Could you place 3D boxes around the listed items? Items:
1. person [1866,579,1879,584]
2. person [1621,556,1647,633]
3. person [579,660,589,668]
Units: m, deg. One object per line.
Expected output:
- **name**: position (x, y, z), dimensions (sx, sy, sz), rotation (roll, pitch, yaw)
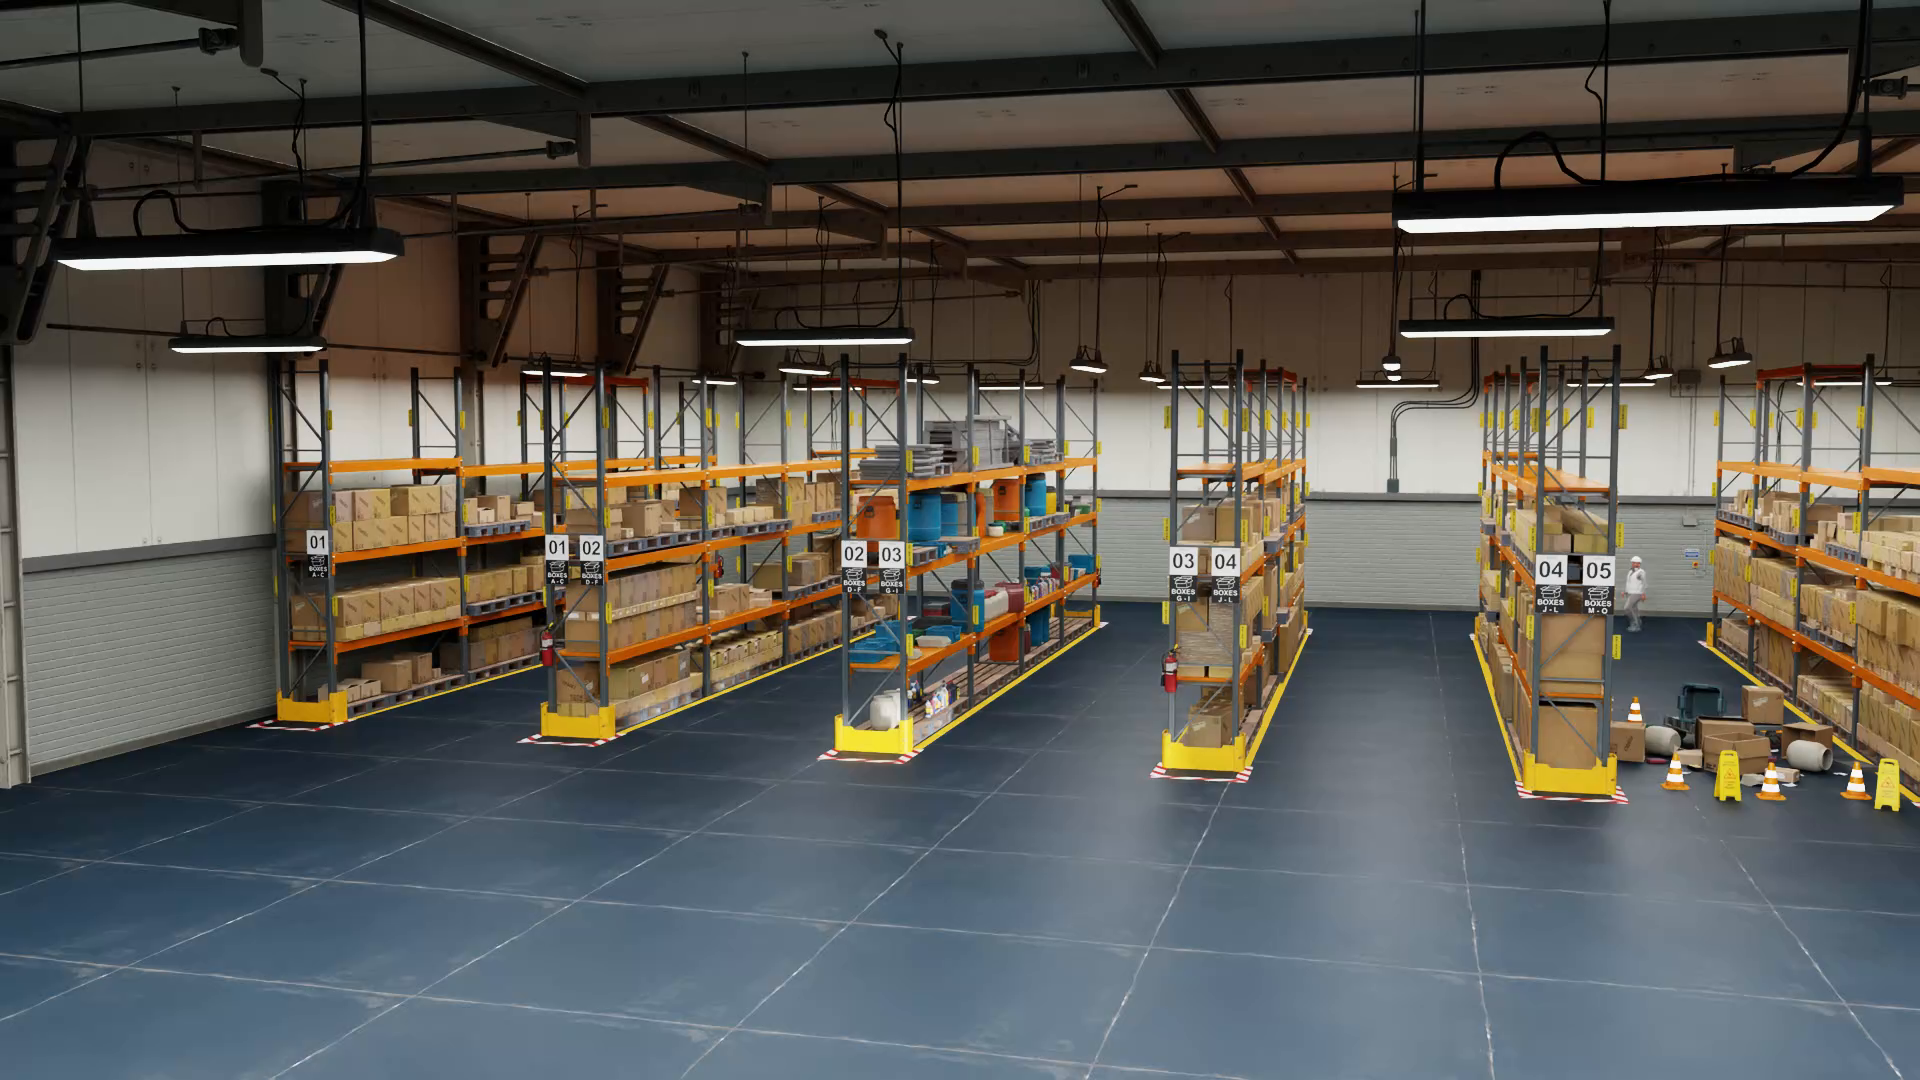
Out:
- **person**: position (20.678, 1.393, 37.735), dimensions (0.546, 1.750, 0.581), rotation (1, 4, 11)
- **person**: position (15.945, 1.281, 39.390), dimensions (0.522, 1.796, 0.522), rotation (0, 4, -1)
- **person**: position (-6.738, 2.056, 30.010), dimensions (0.349, 1.587, 0.470), rotation (3, 5, 31)
